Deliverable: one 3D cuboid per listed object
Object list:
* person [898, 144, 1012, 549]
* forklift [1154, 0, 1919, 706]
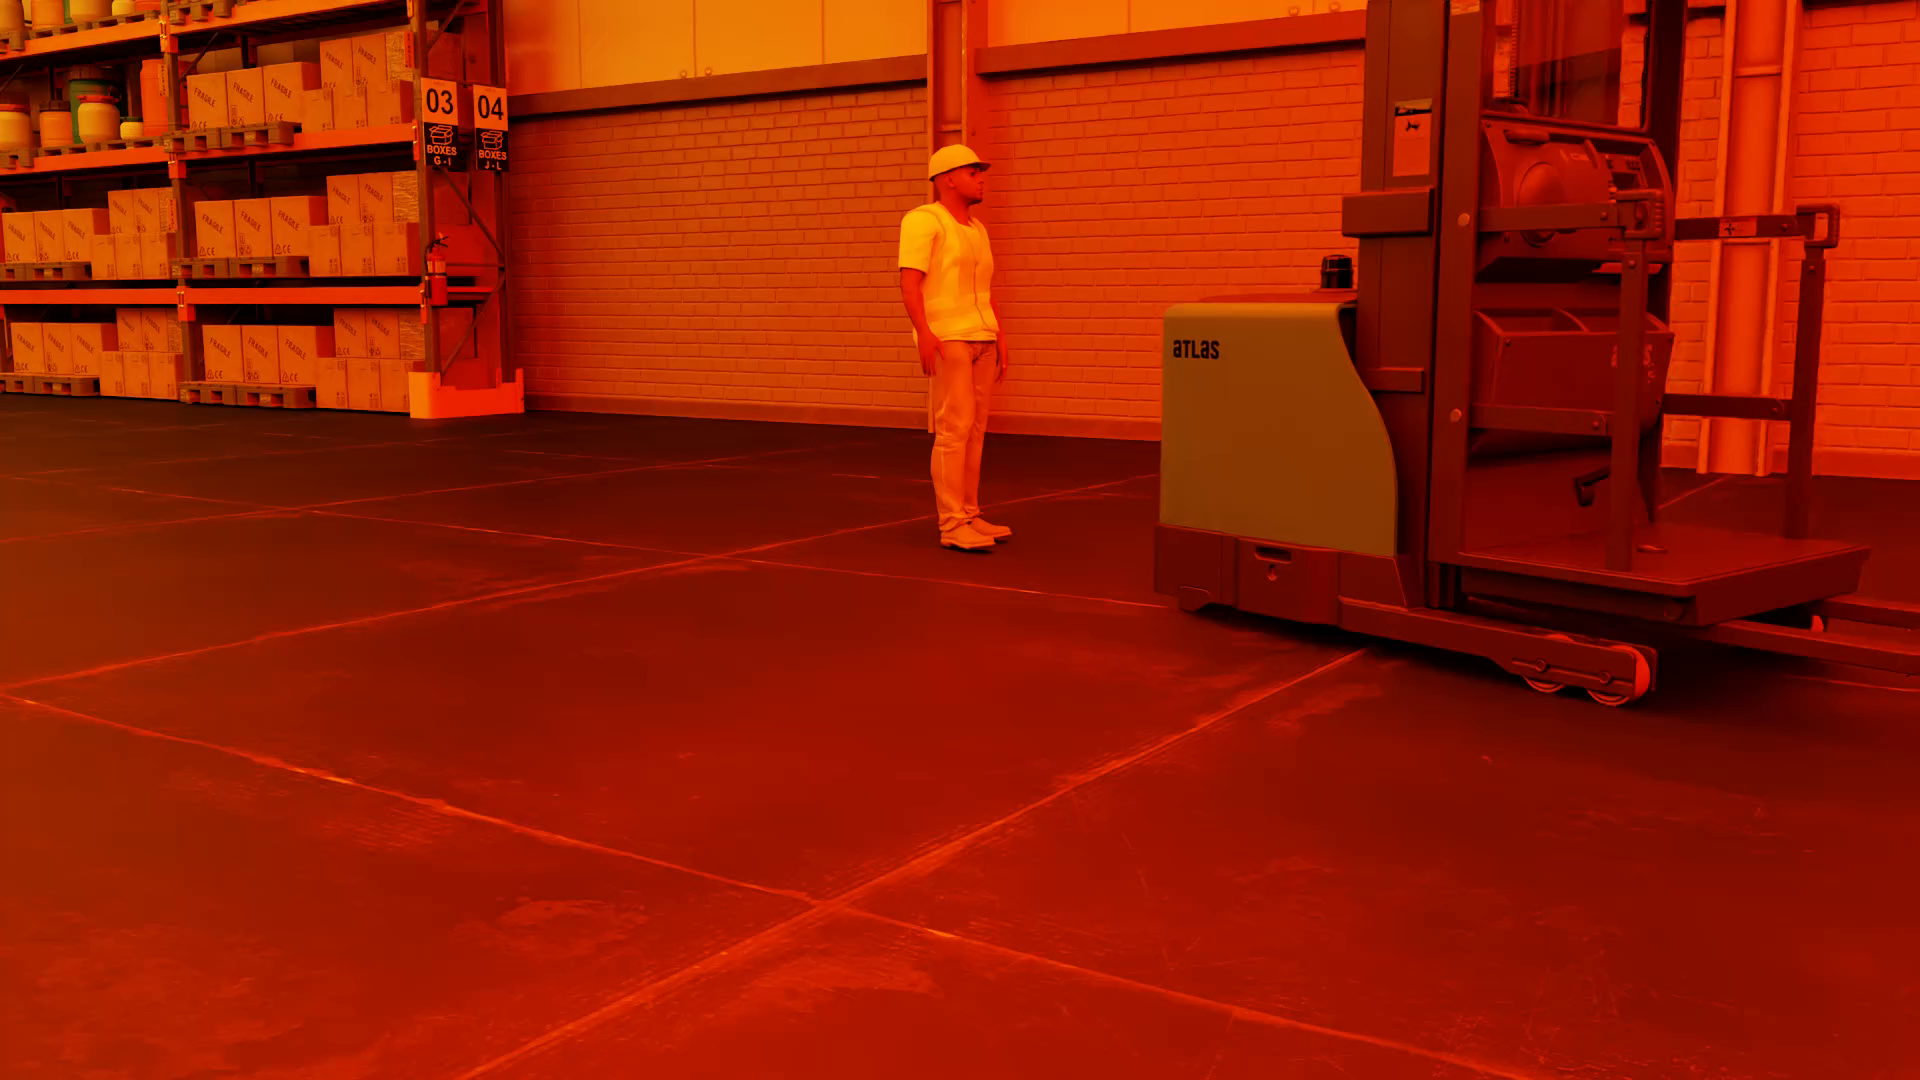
[{"bbox_3d":[0.055,-0.875,7.435,0.575,1.768,0.665,5,10,34],"label":"person"},{"bbox_3d":[1.988,-1.083,4.812,1.130,2.935,3.031,-6,10,-38],"label":"forklift"}]
